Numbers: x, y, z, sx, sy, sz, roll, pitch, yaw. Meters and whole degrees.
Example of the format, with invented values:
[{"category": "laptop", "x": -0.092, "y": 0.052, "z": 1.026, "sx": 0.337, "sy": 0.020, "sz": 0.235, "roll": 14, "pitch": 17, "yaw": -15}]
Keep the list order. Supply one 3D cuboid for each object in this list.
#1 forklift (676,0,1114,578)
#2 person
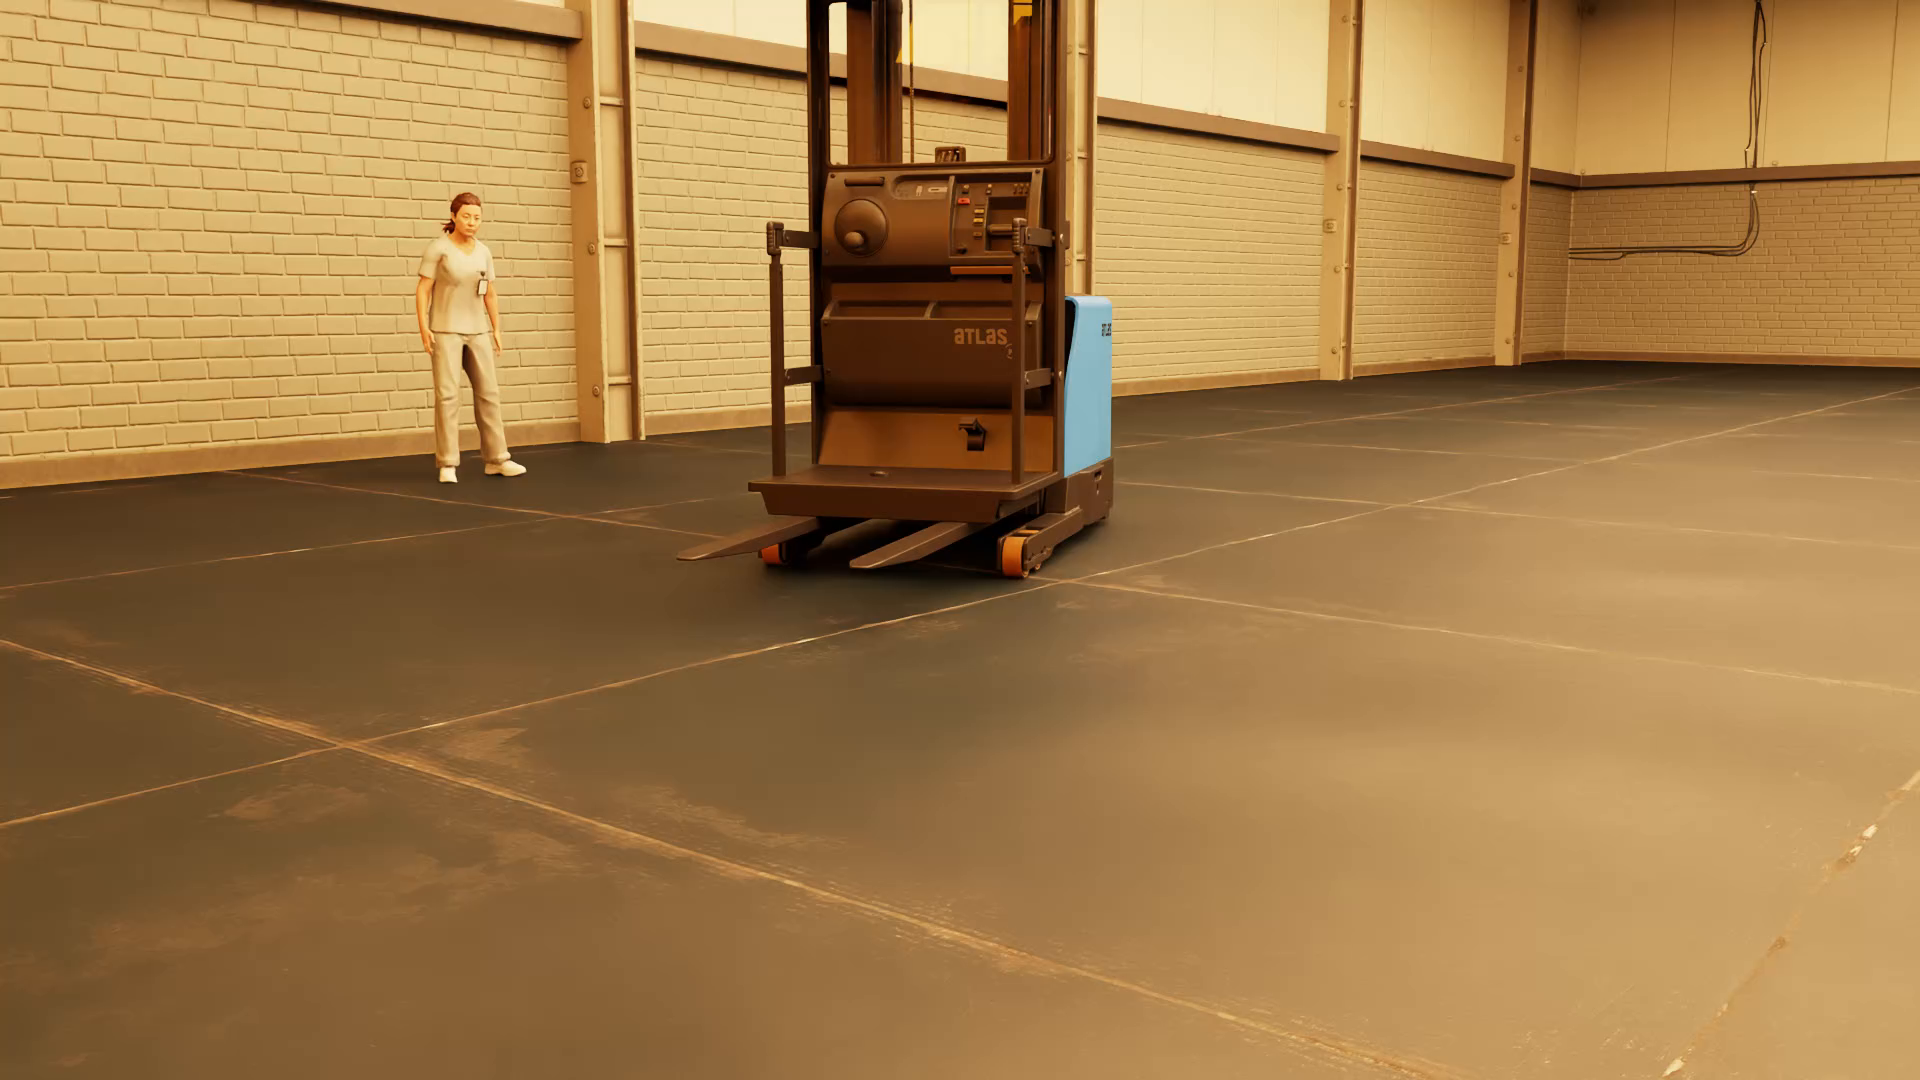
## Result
[{"category": "forklift", "x": -0.176, "y": -1.366, "z": 6.616, "sx": 1.130, "sy": 2.935, "sz": 3.031, "roll": 3, "pitch": 9, "yaw": 17}, {"category": "person", "x": -2.910, "y": -1.198, "z": 9.817, "sx": 0.399, "sy": 1.680, "sz": 0.571, "roll": 8, "pitch": 12, "yaw": 44}]
